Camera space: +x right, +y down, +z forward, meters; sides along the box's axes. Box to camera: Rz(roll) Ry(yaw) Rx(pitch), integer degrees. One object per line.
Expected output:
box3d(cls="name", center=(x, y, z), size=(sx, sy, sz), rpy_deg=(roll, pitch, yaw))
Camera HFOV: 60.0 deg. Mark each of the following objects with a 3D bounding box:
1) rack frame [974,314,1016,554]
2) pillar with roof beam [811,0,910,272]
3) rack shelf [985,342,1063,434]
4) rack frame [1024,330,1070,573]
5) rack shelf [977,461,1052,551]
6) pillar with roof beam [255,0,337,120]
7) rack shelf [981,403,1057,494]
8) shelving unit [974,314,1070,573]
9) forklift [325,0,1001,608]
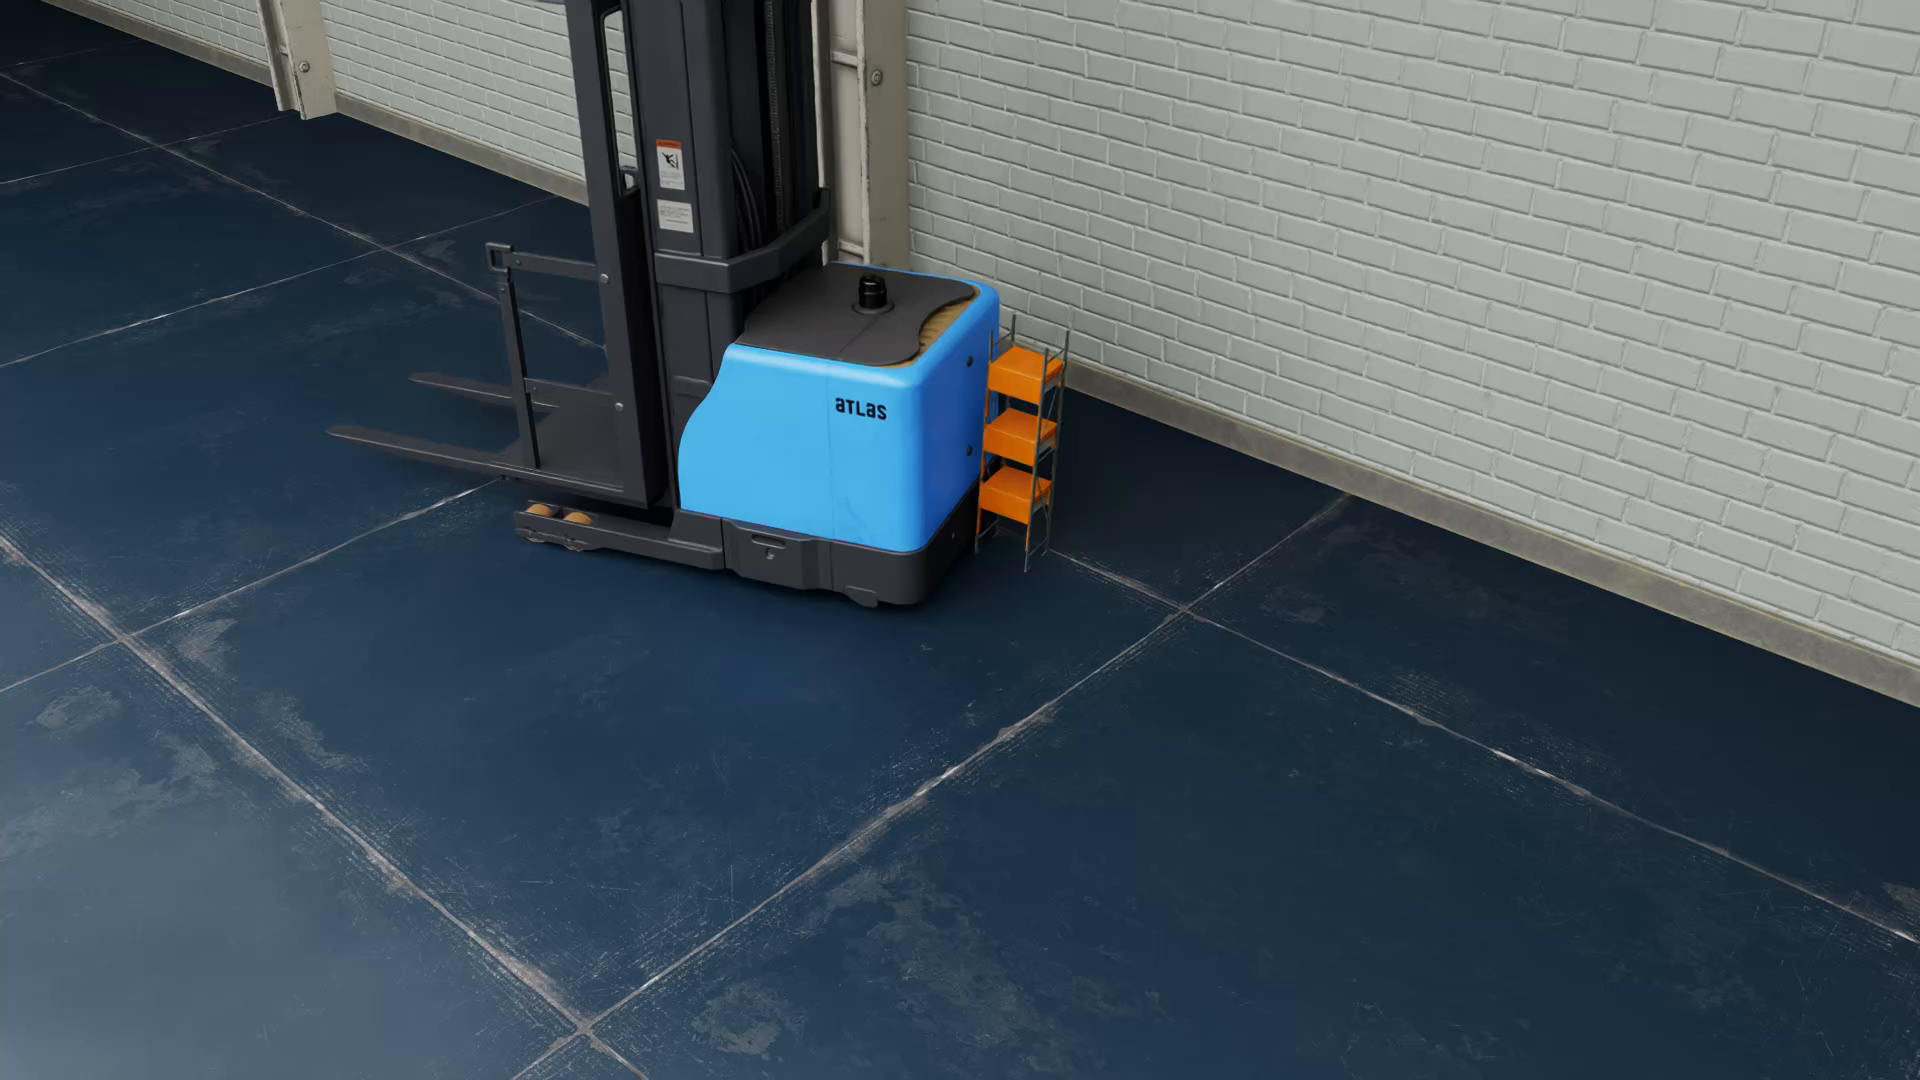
box3d(cls="rack frame", center=(0.144, -0.425, 6.908), size=(0.008, 1.050, 0.200), rpy_deg=(20, 36, 24))
box3d(cls="pillar with roof beam", center=(-3.407, -3.415, 4.198), size=(0.400, 9.000, 9.100), rpy_deg=(25, 39, 35))
box3d(cls="rack shelf", center=(0.264, -0.615, 6.711), size=(0.240, 0.259, 0.215), rpy_deg=(20, 36, 24))
box3d(cls="rack frame", center=(0.354, -0.348, 6.811), size=(0.008, 1.050, 0.200), rpy_deg=(20, 36, 24))
box3d(cls="rack shelf", center=(0.233, -0.144, 7.016), size=(0.240, 0.259, 0.215), rpy_deg=(20, 36, 24))
box3d(cls="pillar with roof beam", center=(-7.855, -5.492, 7.647), size=(0.400, 9.000, 9.100), rpy_deg=(25, 39, 35))
box3d(cls="rack shelf", center=(0.248, -0.377, 6.865), size=(0.240, 0.259, 0.215), rpy_deg=(20, 36, 24))
box3d(cls="shelving unit", center=(0.249, -0.386, 6.859), size=(0.252, 1.050, 0.215), rpy_deg=(20, 36, 24))
box3d(cls="forklift", center=(-1.392, -1.447, 6.813), size=(3.031, 2.935, 1.130), rpy_deg=(11, 33, 18))
